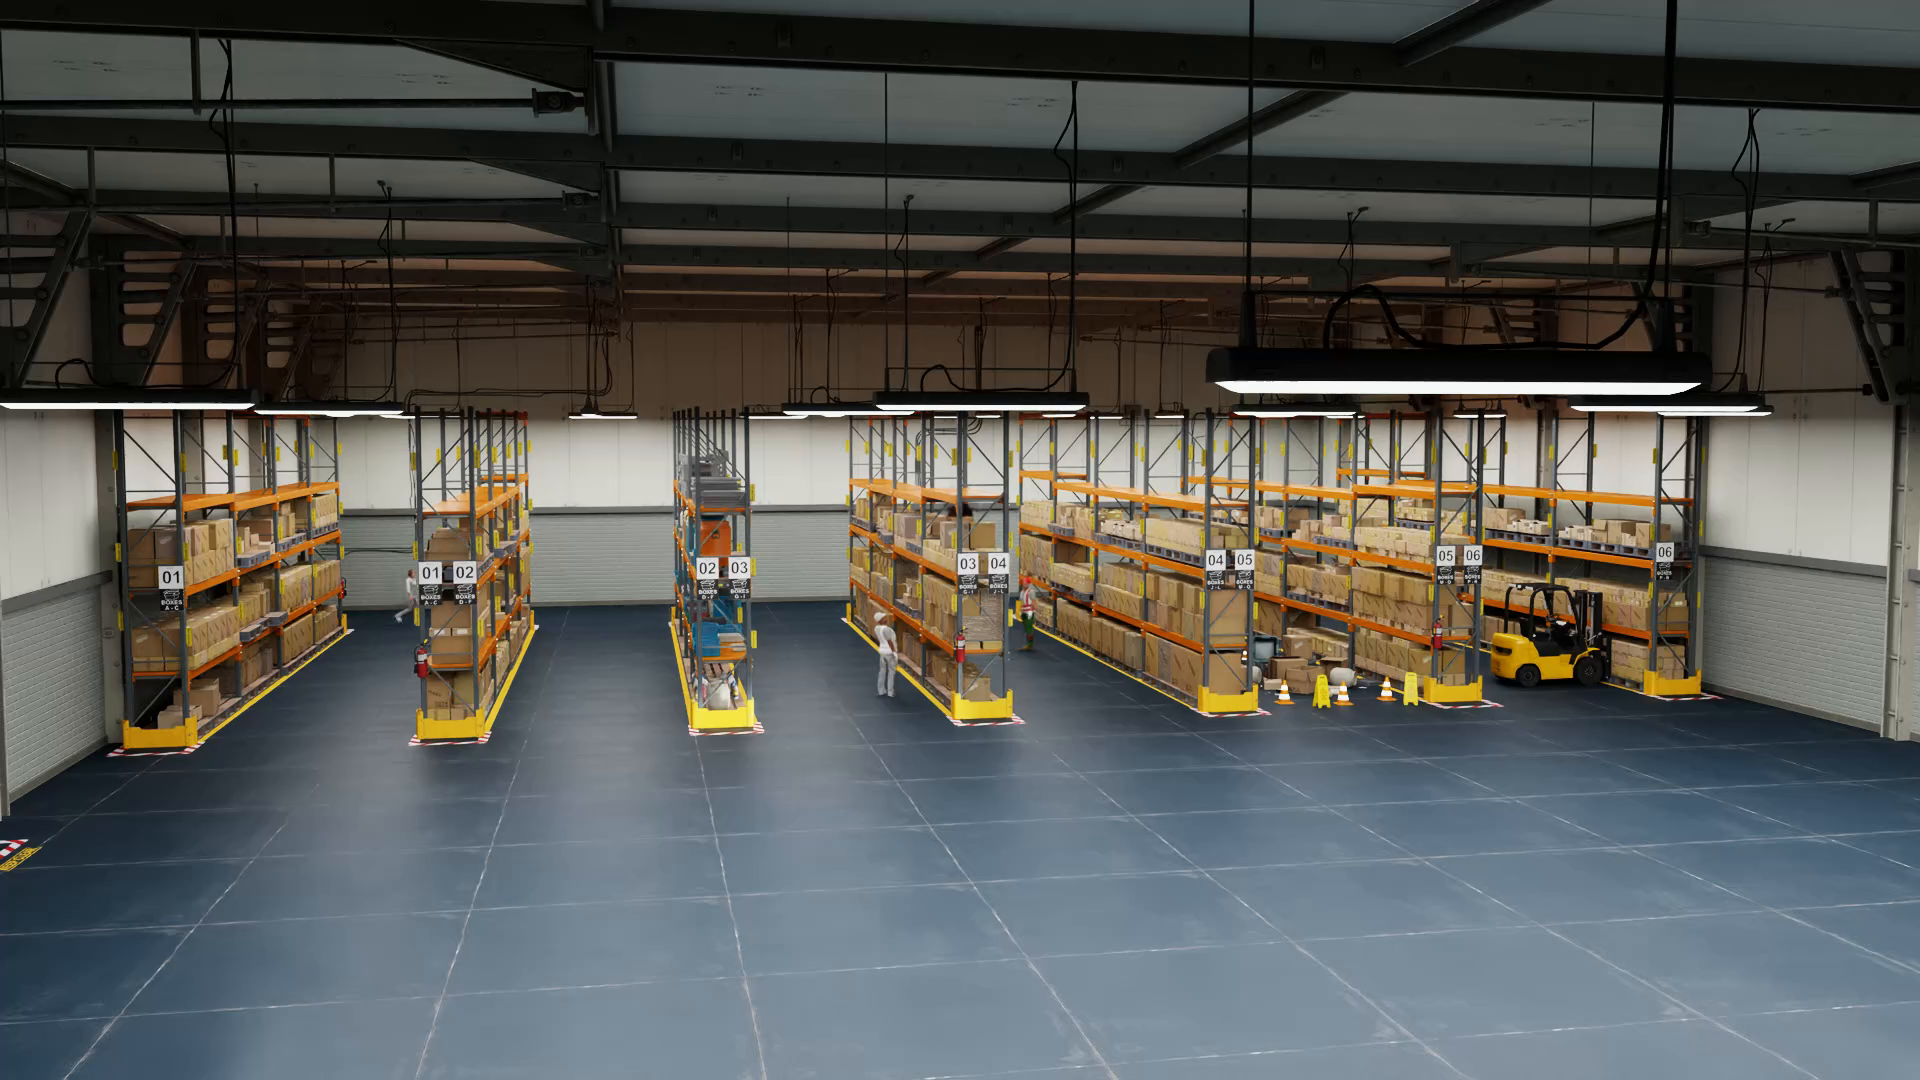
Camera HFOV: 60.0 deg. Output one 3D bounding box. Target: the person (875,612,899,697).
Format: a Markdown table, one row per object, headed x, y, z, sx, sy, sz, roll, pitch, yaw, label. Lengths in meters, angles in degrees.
| x | y | z | sx | sy | sz | roll | pitch | yaw | label |
| --- | --- | --- | --- | --- | --- | --- | --- | --- | --- |
| -1.474 | 2.376 | 34.693 | 0.550 | 1.754 | 0.626 | -3 | 5 | -38 | person |

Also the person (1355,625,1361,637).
| x | y | z | sx | sy | sz | roll | pitch | yaw | label |
| --- | --- | --- | --- | --- | --- | --- | --- | --- | --- |
| 10.322 | 1.791 | 43.493 | 0.343 | 1.687 | 0.530 | 0 | 4 | 0 | person |

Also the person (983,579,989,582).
| x | y | z | sx | sy | sz | roll | pitch | yaw | label |
| --- | --- | --- | --- | --- | --- | --- | --- | --- | --- |
| 0.817 | 1.126 | 52.039 | 0.674 | 1.773 | 0.541 | -2 | 5 | -30 | person |

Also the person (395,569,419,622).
| x | y | z | sx | sy | sz | roll | pitch | yaw | label |
| --- | --- | --- | --- | --- | --- | --- | --- | --- | --- |
| -15.502 | 1.604 | 46.846 | 0.760 | 1.555 | 0.455 | 0 | 4 | 1 | person |

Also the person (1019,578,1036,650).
| x | y | z | sx | sy | sz | roll | pitch | yaw | label |
| --- | --- | --- | --- | --- | --- | --- | --- | --- | --- |
| 1.660 | 1.843 | 41.782 | 0.401 | 1.791 | 0.572 | -2 | 5 | -30 | person |
